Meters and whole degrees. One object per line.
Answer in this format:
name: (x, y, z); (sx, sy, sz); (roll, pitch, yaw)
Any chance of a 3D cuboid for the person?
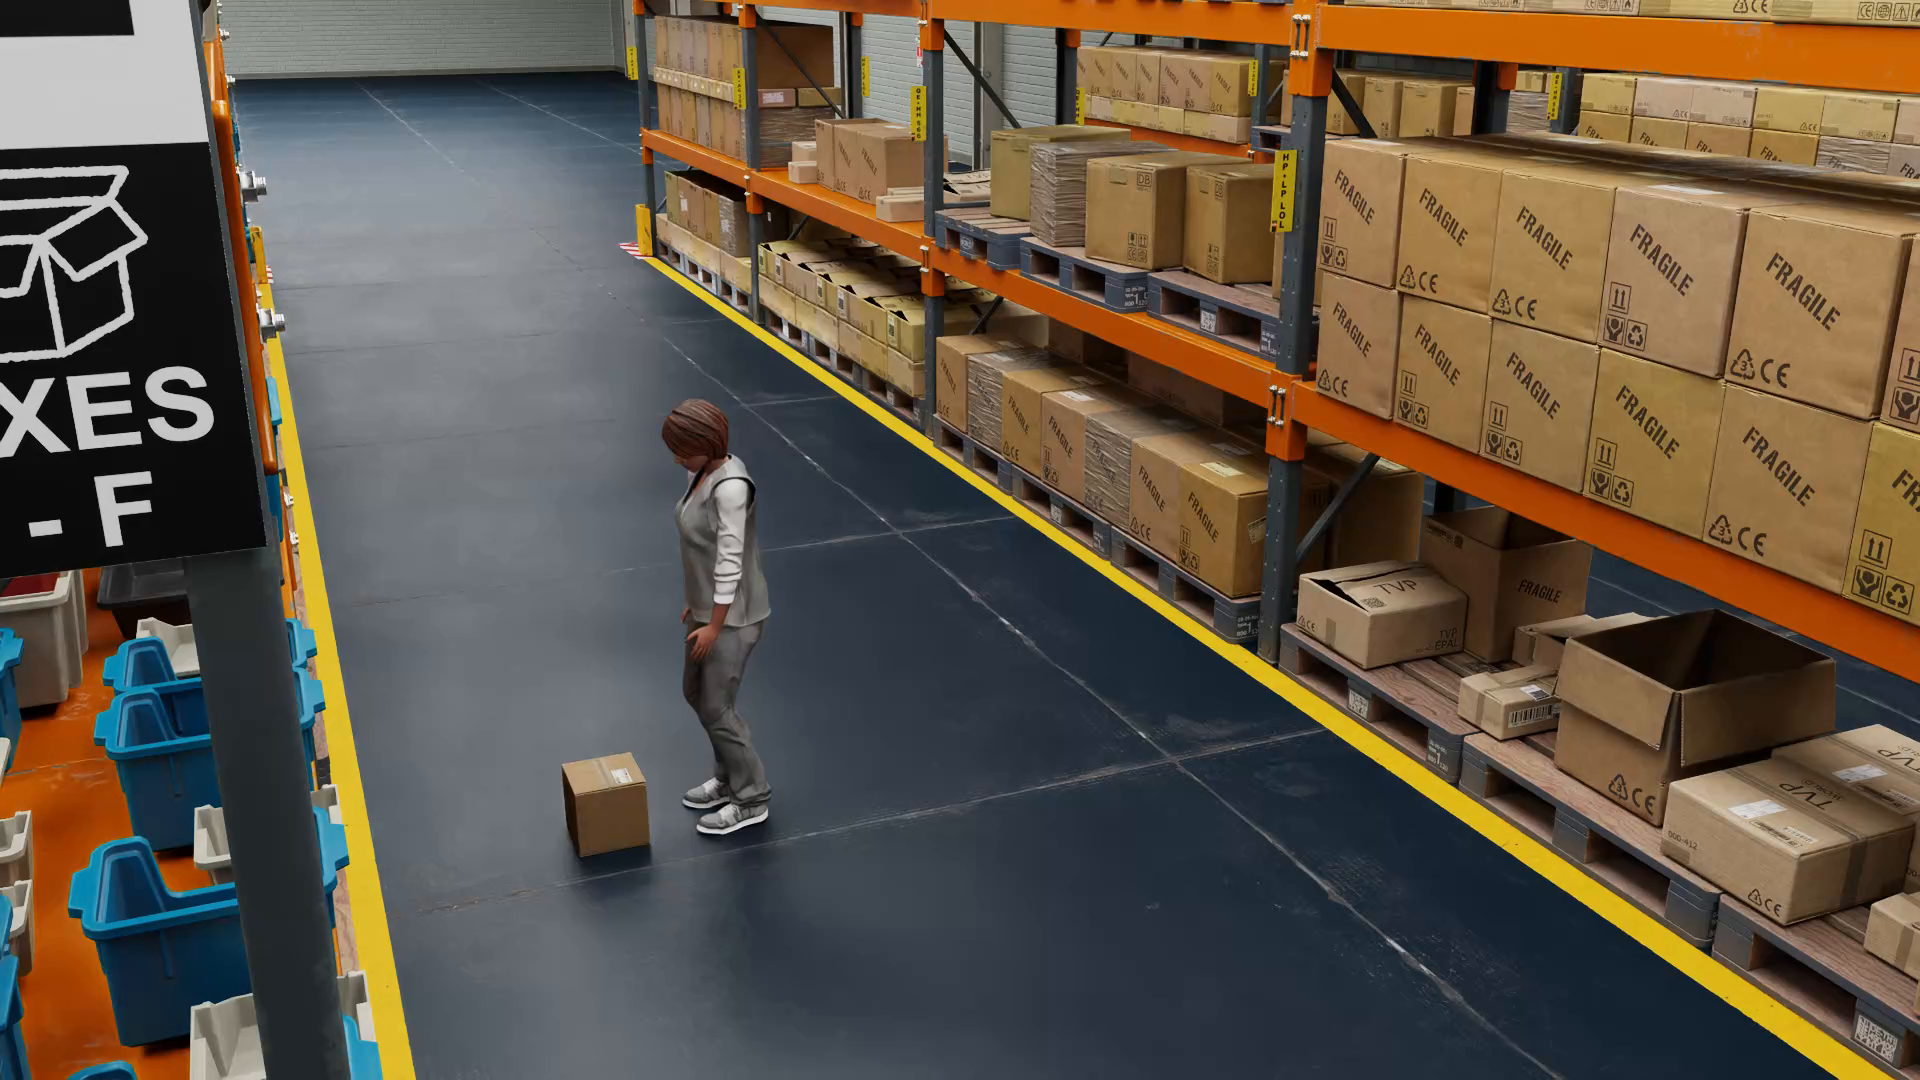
person: (-0.836, 0.279, 5.845); (0.340, 1.562, 0.417); (-8, 21, -21)
